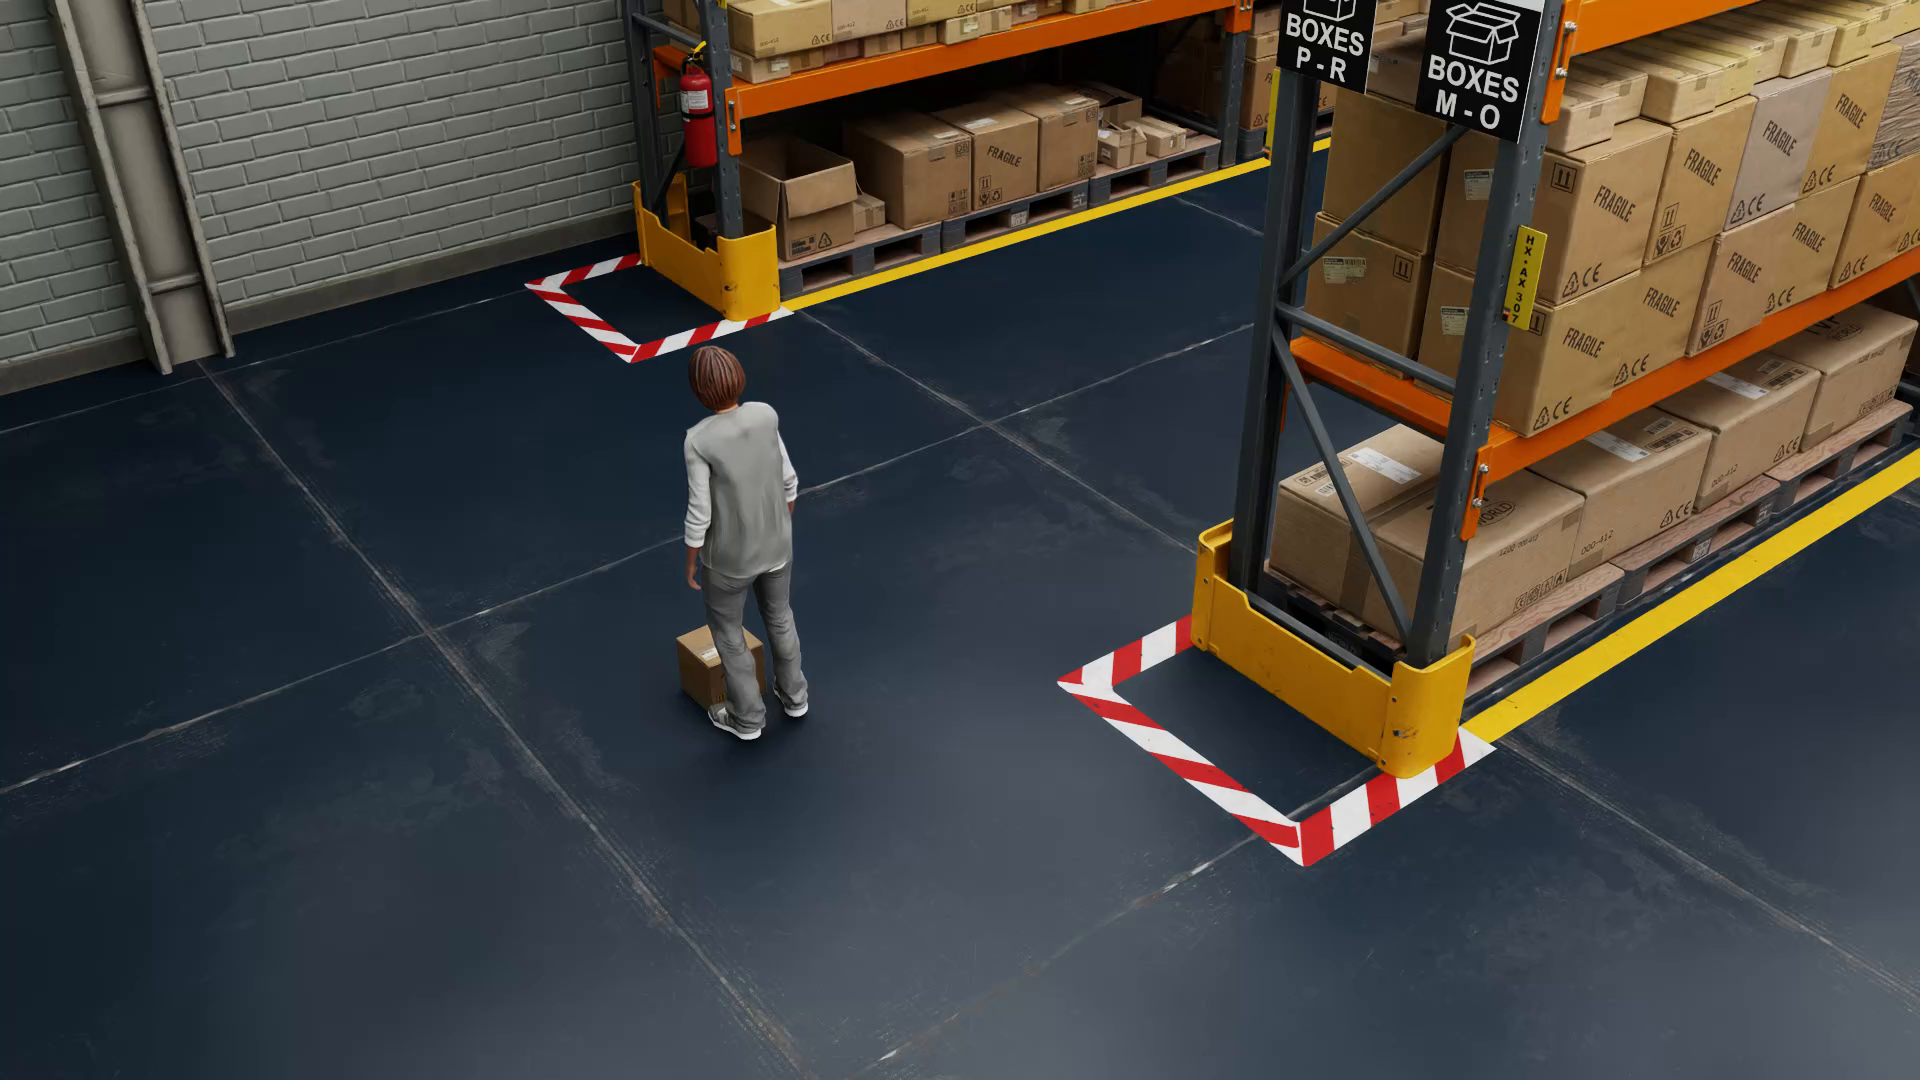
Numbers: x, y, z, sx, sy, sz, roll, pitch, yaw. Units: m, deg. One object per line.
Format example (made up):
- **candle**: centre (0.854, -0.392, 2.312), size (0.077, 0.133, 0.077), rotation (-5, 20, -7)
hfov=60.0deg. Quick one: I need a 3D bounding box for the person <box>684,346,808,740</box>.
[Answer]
- **person**: centre (-0.794, 0.035, 6.093), size (0.473, 1.593, 0.350), rotation (-23, 39, -32)
